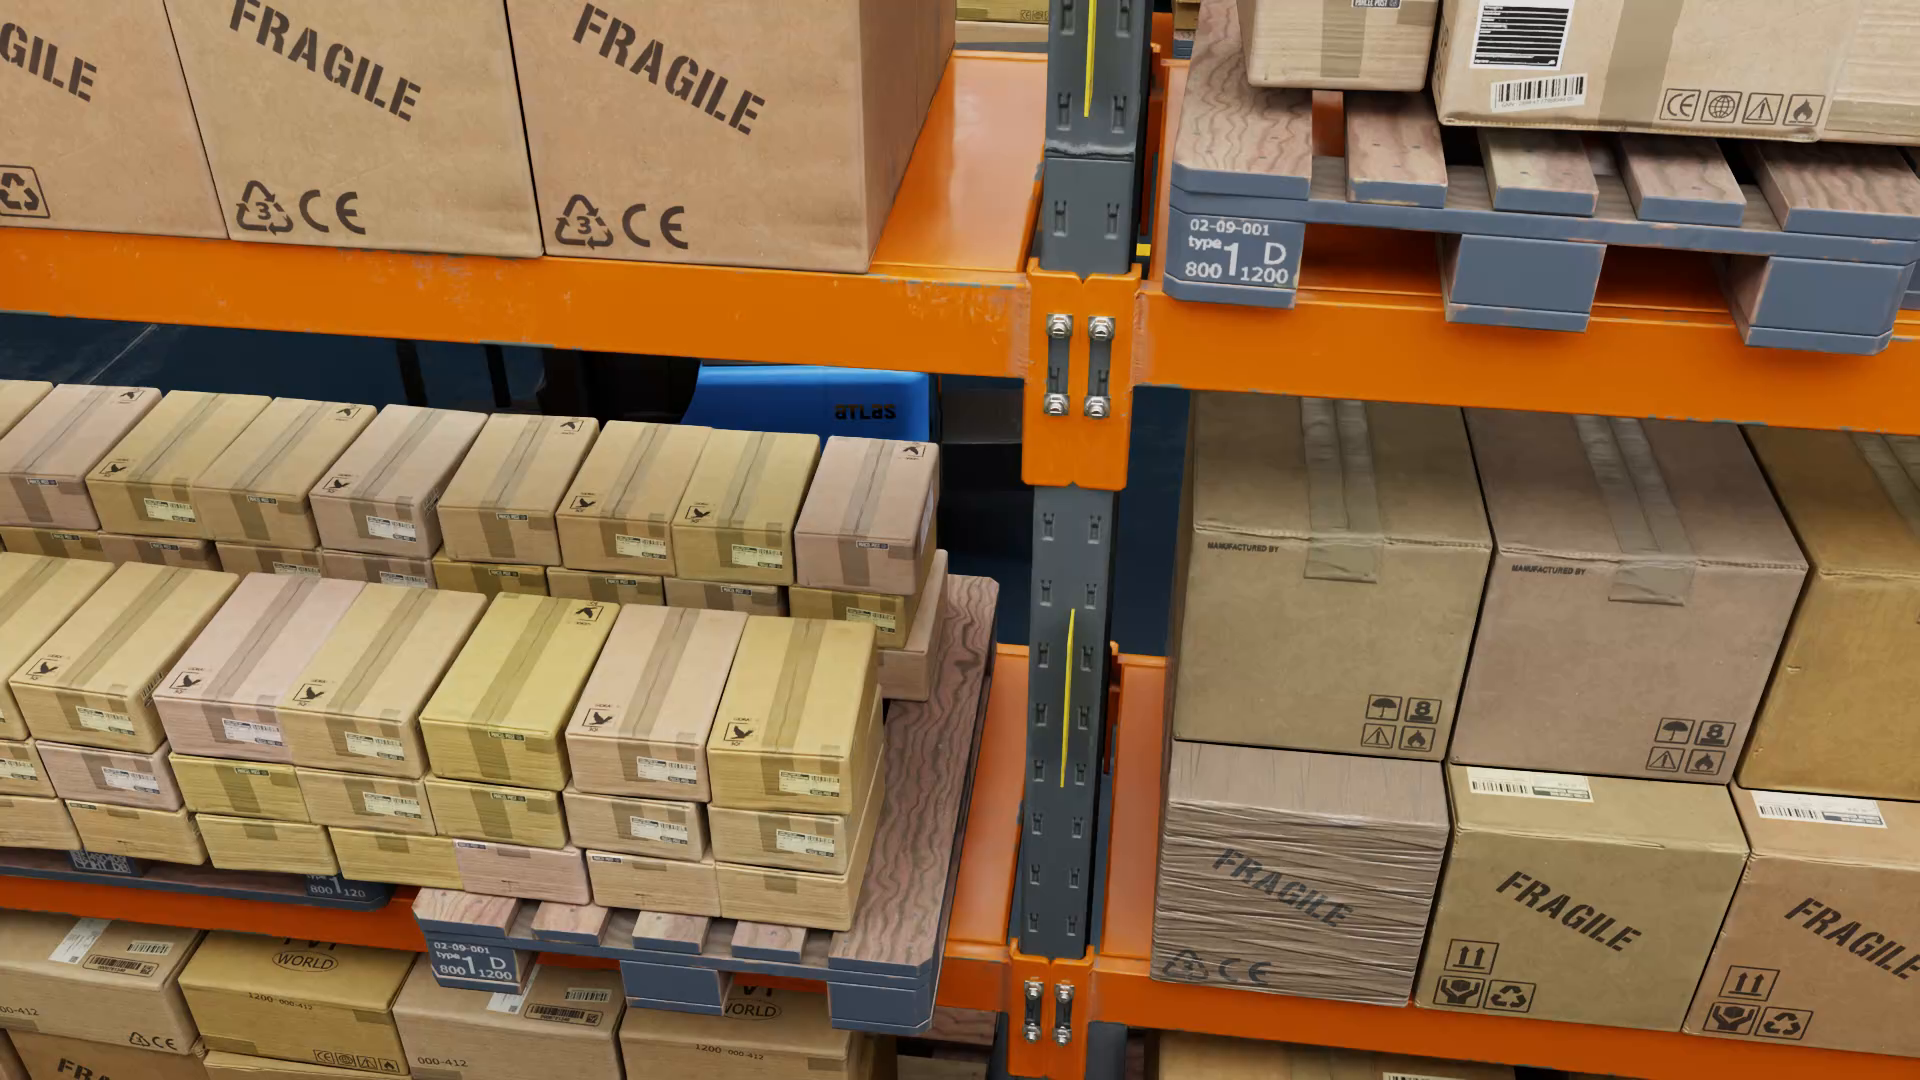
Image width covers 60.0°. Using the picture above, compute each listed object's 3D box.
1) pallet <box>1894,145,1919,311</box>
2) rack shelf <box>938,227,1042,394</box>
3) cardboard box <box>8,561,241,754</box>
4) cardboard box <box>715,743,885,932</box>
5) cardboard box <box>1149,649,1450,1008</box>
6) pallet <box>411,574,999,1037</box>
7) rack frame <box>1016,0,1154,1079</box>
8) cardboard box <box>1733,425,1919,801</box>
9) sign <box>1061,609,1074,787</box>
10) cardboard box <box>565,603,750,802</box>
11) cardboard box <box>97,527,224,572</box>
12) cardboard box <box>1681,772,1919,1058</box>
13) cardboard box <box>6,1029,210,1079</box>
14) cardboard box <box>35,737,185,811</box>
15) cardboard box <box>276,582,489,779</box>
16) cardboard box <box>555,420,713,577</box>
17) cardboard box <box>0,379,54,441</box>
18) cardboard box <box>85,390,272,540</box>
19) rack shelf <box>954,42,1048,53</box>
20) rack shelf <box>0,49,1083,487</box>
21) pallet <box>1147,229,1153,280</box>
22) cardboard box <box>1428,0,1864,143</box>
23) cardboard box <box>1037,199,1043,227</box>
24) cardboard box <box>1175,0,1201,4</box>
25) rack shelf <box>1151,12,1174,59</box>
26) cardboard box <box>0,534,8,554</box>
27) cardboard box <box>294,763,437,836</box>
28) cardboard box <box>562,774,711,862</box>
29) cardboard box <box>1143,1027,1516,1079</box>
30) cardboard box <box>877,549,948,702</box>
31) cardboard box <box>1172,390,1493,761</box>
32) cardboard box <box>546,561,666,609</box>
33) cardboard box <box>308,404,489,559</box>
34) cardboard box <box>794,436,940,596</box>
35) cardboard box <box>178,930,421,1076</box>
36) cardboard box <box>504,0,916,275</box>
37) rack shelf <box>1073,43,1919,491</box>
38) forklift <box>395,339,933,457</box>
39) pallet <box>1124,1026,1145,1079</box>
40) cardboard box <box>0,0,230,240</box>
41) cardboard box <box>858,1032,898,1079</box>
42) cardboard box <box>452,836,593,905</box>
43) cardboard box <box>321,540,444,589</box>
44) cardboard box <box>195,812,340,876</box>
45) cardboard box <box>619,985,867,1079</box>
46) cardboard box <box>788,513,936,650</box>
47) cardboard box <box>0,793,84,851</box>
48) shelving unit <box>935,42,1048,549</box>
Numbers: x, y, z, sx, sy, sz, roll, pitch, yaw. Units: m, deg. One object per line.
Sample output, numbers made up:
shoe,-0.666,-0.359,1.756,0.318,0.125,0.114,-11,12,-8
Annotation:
pallet,1.999,-0.647,2.655,1.213,0.211,1.003,6,36,8
rack shelf,0.157,-0.874,6.190,0.480,0.518,0.431,-1,36,-1
cardboard box,-1.582,0.219,3.203,0.250,0.149,0.380,6,36,8
cardboard box,-0.303,0.559,3.240,0.250,0.149,0.380,5,36,7
cardboard box,0.655,0.547,3.315,0.500,0.500,0.500,5,36,6
pallet,-0.476,0.486,3.652,1.003,0.211,1.213,4,36,6
rack frame,0.245,0.399,3.609,0.127,3.000,1.000,4,36,6
cardboard box,1.699,0.064,3.132,0.500,0.500,0.700,4,36,5
sign,0.185,0.273,2.856,0.005,0.325,0.100,4,36,6
cardboard box,-0.549,0.296,3.095,0.250,0.149,0.380,4,36,5
cardboard box,-1.755,-0.054,3.843,0.250,0.149,0.380,6,36,8
cardboard box,1.660,0.621,3.212,0.500,0.500,0.500,4,36,6
cardboard box,-1.977,1.226,4.240,0.500,0.500,0.500,5,36,7
cardboard box,-1.583,0.341,3.289,0.250,0.149,0.380,5,36,7
cardboard box,-1.074,0.259,3.147,0.250,0.149,0.380,5,36,7
cardboard box,-0.699,-0.097,3.646,0.250,0.149,0.380,4,36,6
cardboard box,-2.273,-0.211,3.807,0.250,0.149,0.380,3,36,4
cardboard box,-1.740,-0.174,3.755,0.250,0.149,0.380,4,36,5
rack shelf,0.157,-1.444,5.784,0.480,0.518,0.431,-1,36,-1
rack shelf,-1.739,-0.677,3.154,4.000,0.370,1.077,4,36,6
pallet,1.550,-1.267,8.343,1.213,0.211,1.003,4,36,6
cardboard box,0.934,-0.817,2.359,0.500,0.311,0.500,4,36,6
cardboard box,0.100,-1.866,8.249,0.875,0.875,0.875,4,36,6
cardboard box,1.192,-2.627,7.144,0.500,0.500,0.500,3,36,5
rack shelf,2.758,-2.020,7.617,4.000,0.370,1.077,4,36,6
cardboard box,-2.266,-0.094,3.899,0.250,0.149,0.380,3,36,4
cardboard box,-1.078,0.380,3.235,0.250,0.149,0.380,4,36,6
cardboard box,-0.568,0.416,3.183,0.250,0.149,0.380,6,36,8
cardboard box,0.837,1.241,4.004,0.750,0.750,1.050,4,36,5
cardboard box,-0.174,0.181,3.769,0.250,0.149,0.380,4,36,5
cardboard box,0.689,-0.010,3.235,0.500,0.500,0.700,4,36,6
cardboard box,-0.744,0.021,3.737,0.250,0.149,0.380,3,36,4
cardboard box,-1.230,-0.135,3.700,0.250,0.149,0.380,6,36,8
cardboard box,-0.194,-0.058,3.592,0.250,0.149,0.380,4,36,6
cardboard box,-1.472,0.963,3.963,0.500,0.250,0.500,5,36,7
cardboard box,-0.354,-0.758,2.562,0.500,0.500,0.500,4,36,6
rack shelf,2.228,-0.381,2.739,4.000,0.370,1.077,4,36,6
forklift,-1.622,-1.175,5.874,3.031,2.935,1.130,-1,36,-1
pallet,1.017,1.636,4.276,1.213,0.211,1.003,4,36,6
cardboard box,-1.347,-0.827,2.659,0.500,0.500,0.500,4,36,6
cardboard box,-0.442,1.348,4.070,0.500,0.500,0.500,4,36,6
cardboard box,-0.805,0.521,3.293,0.250,0.149,0.380,5,36,7
cardboard box,-1.241,-0.016,3.789,0.250,0.149,0.380,4,36,6
cardboard box,-1.318,0.481,3.349,0.250,0.149,0.380,3,36,4
cardboard box,-0.467,1.041,3.854,0.500,0.250,0.500,3,36,5
cardboard box,-0.209,0.058,3.685,0.250,0.149,0.380,6,36,8
cardboard box,-1.845,0.443,3.402,0.250,0.149,0.380,3,36,4
shelving unit,0.157,-0.885,6.183,0.503,2.100,0.431,-1,36,-1
